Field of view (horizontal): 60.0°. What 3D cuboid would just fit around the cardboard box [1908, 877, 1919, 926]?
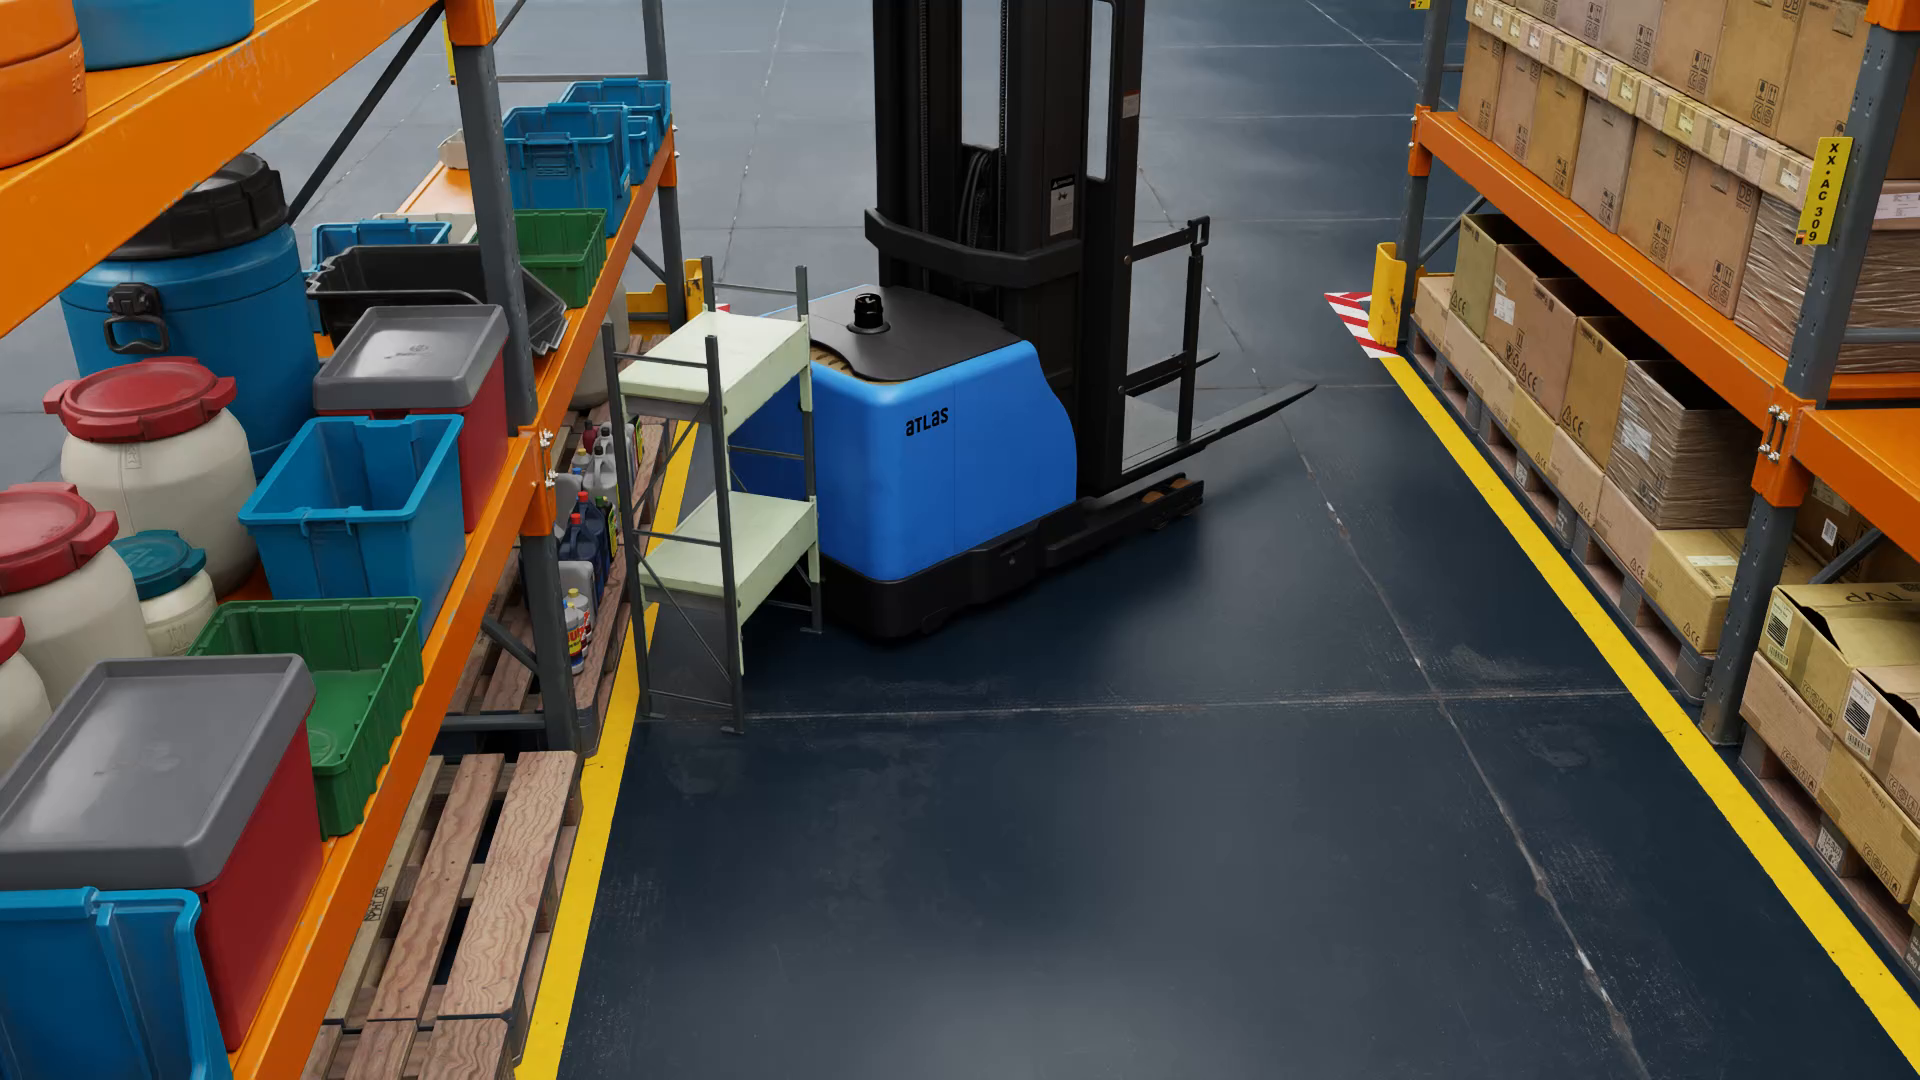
[{"bbox_3d":[2.972,1.061,4.492,0.500,0.250,0.500,-2,28,-4],"label":"cardboard box"}]

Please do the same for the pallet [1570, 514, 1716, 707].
[{"bbox_3d":[3.144,0.228,6.584,1.003,0.211,1.213,-1,28,-3],"label":"pallet"}]

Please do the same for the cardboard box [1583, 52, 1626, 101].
[{"bbox_3d":[2.820,-1.923,6.883,0.380,0.149,0.250,-1,28,-2],"label":"cardboard box"}]

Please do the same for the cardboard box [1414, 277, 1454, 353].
[{"bbox_3d":[2.741,-1.201,8.829,0.500,0.250,0.500,-1,28,-3],"label":"cardboard box"}]

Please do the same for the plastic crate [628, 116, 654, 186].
[{"bbox_3d":[-1.659,-1.779,7.579,0.499,0.251,0.408,-1,28,-3],"label":"plastic crate"}]

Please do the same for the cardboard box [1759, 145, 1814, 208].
[{"bbox_3d":[2.905,-1.206,5.510,0.380,0.149,0.250,-2,28,-4],"label":"cardboard box"}]

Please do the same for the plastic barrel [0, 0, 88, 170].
[{"bbox_3d":[-1.455,-0.882,1.989,0.600,0.830,0.708,-1,28,-3],"label":"plastic barrel"}]

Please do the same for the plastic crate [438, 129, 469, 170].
[{"bbox_3d":[-2.287,-1.831,7.803,0.298,0.136,0.250,-1,28,-3],"label":"plastic crate"}]

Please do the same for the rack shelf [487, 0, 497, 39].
[{"bbox_3d":[-1.908,-2.457,6.251,1.077,0.370,4.000,-1,28,-3],"label":"rack shelf"}]

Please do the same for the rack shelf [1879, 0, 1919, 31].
[{"bbox_3d":[3.248,-0.727,2.935,1.077,0.370,4.000,-1,28,-3],"label":"rack shelf"}]

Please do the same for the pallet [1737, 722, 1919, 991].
[{"bbox_3d":[3.221,0.936,5.228,1.003,0.211,1.213,-1,28,-3],"label":"pallet"}]

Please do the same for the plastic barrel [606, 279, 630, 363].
[{"bbox_3d":[-1.901,-1.150,8.448,0.421,0.512,0.421,0,28,0],"label":"plastic barrel"}]

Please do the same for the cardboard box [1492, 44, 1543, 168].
[{"bbox_3d":[2.979,-2.073,7.873,0.700,0.500,0.500,-1,28,-1],"label":"cardboard box"}]

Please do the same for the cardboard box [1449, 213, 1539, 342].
[{"bbox_3d":[2.769,-1.303,8.213,0.500,0.500,0.500,-1,28,-3],"label":"cardboard box"}]

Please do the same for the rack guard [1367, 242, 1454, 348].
[{"bbox_3d":[2.933,-1.390,9.374,1.175,0.500,0.348,-1,28,-3],"label":"rack guard"}]

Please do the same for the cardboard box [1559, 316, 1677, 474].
[{"bbox_3d":[2.857,-0.610,6.885,0.500,0.500,0.500,-1,28,-3],"label":"cardboard box"}]

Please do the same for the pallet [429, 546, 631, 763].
[{"bbox_3d":[-1.797,0.403,6.249,1.003,0.211,1.213,-1,28,-3],"label":"pallet"}]

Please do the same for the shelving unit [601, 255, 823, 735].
[{"bbox_3d":[-0.846,-0.164,5.943,0.431,1.500,0.755,8,29,16],"label":"shelving unit"}]

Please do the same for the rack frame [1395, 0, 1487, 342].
[{"bbox_3d":[2.935,-2.487,8.775,1.000,3.000,0.127,-1,28,-3],"label":"rack frame"}]

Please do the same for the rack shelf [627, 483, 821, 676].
[{"bbox_3d":[-0.846,0.125,6.093,0.431,0.370,0.720,8,29,16],"label":"rack shelf"}]

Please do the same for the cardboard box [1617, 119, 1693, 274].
[{"bbox_3d":[3.058,-1.364,6.514,0.700,0.500,0.500,-1,28,-2],"label":"cardboard box"}]

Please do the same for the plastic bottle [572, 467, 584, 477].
[{"bbox_3d":[-1.591,-0.205,6.950,0.097,0.201,0.097,0,28,0],"label":"plastic bottle"}]

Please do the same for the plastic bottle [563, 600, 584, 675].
[{"bbox_3d":[-1.382,0.335,5.839,0.097,0.271,0.097,0,28,0],"label":"plastic bottle"}]

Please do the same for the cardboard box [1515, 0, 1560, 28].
[{"bbox_3d":[2.982,-2.624,7.526,0.700,0.500,0.500,-2,28,-4],"label":"cardboard box"}]

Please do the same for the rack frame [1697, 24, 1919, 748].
[{"bbox_3d":[3.144,-0.640,5.233,1.000,3.000,0.127,-1,28,-3],"label":"rack frame"}]

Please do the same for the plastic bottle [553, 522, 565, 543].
[{"bbox_3d":[-1.559,0.046,6.393,0.097,0.271,0.097,0,28,0],"label":"plastic bottle"}]

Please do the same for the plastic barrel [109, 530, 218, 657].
[{"bbox_3d":[-1.887,0.154,3.860,0.301,0.262,0.301,0,28,0],"label":"plastic barrel"}]

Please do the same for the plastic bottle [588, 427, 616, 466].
[{"bbox_3d":[-1.473,-0.295,6.960,0.144,0.351,0.185,0,28,-1],"label":"plastic bottle"}]

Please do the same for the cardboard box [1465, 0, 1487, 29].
[{"bbox_3d":[2.740,-2.633,8.244,0.380,0.149,0.250,-2,28,-3],"label":"cardboard box"}]

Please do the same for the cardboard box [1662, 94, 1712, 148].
[{"bbox_3d":[2.864,-1.562,6.192,0.380,0.149,0.250,-2,28,-3],"label":"cardboard box"}]

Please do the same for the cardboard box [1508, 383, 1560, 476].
[{"bbox_3d":[2.817,-0.508,7.500,0.500,0.250,0.500,-1,28,-3],"label":"cardboard box"}]

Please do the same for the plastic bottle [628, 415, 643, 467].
[{"bbox_3d":[-1.454,-0.469,7.367,0.061,0.283,0.133,-1,28,-1],"label":"plastic bottle"}]

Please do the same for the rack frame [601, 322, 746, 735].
[{"bbox_3d":[-0.959,-0.003,5.634,0.400,1.500,0.023,8,29,16],"label":"rack frame"}]

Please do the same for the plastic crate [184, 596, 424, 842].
[{"bbox_3d":[-1.430,0.369,3.527,0.450,0.188,0.662,-1,28,-3],"label":"plastic crate"}]

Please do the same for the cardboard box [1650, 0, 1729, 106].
[{"bbox_3d":[3.061,-1.929,6.194,0.700,0.500,0.500,-1,28,-3],"label":"cardboard box"}]

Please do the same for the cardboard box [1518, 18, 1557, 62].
[{"bbox_3d":[2.779,-2.279,7.566,0.380,0.149,0.250,-2,28,-3],"label":"cardboard box"}]

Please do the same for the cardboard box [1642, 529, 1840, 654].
[{"bbox_3d":[2.901,0.184,6.172,0.500,0.250,0.500,-1,28,-3],"label":"cardboard box"}]

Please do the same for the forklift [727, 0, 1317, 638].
[{"bbox_3d":[0.452,-1.500,6.957,3.031,2.935,1.130,-24,36,-38],"label":"forklift"}]

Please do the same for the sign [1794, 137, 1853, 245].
[{"bbox_3d":[2.589,-1.045,4.988,0.100,0.325,0.005,-1,28,-3],"label":"sign"}]

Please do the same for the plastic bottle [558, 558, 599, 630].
[{"bbox_3d":[-1.426,0.184,6.123,0.152,0.276,0.135,0,28,-1],"label":"plastic bottle"}]

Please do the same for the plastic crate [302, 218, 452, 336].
[{"bbox_3d":[-2.132,-0.961,6.009,0.499,0.251,0.616,-1,28,-3],"label":"plastic crate"}]

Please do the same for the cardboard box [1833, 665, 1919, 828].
[{"bbox_3d":[2.937,0.573,4.821,0.500,0.311,0.500,-2,28,-3],"label":"cardboard box"}]

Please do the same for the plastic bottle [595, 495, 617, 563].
[{"bbox_3d":[-1.408,-0.060,6.583,0.061,0.283,0.133,0,28,0],"label":"plastic bottle"}]
